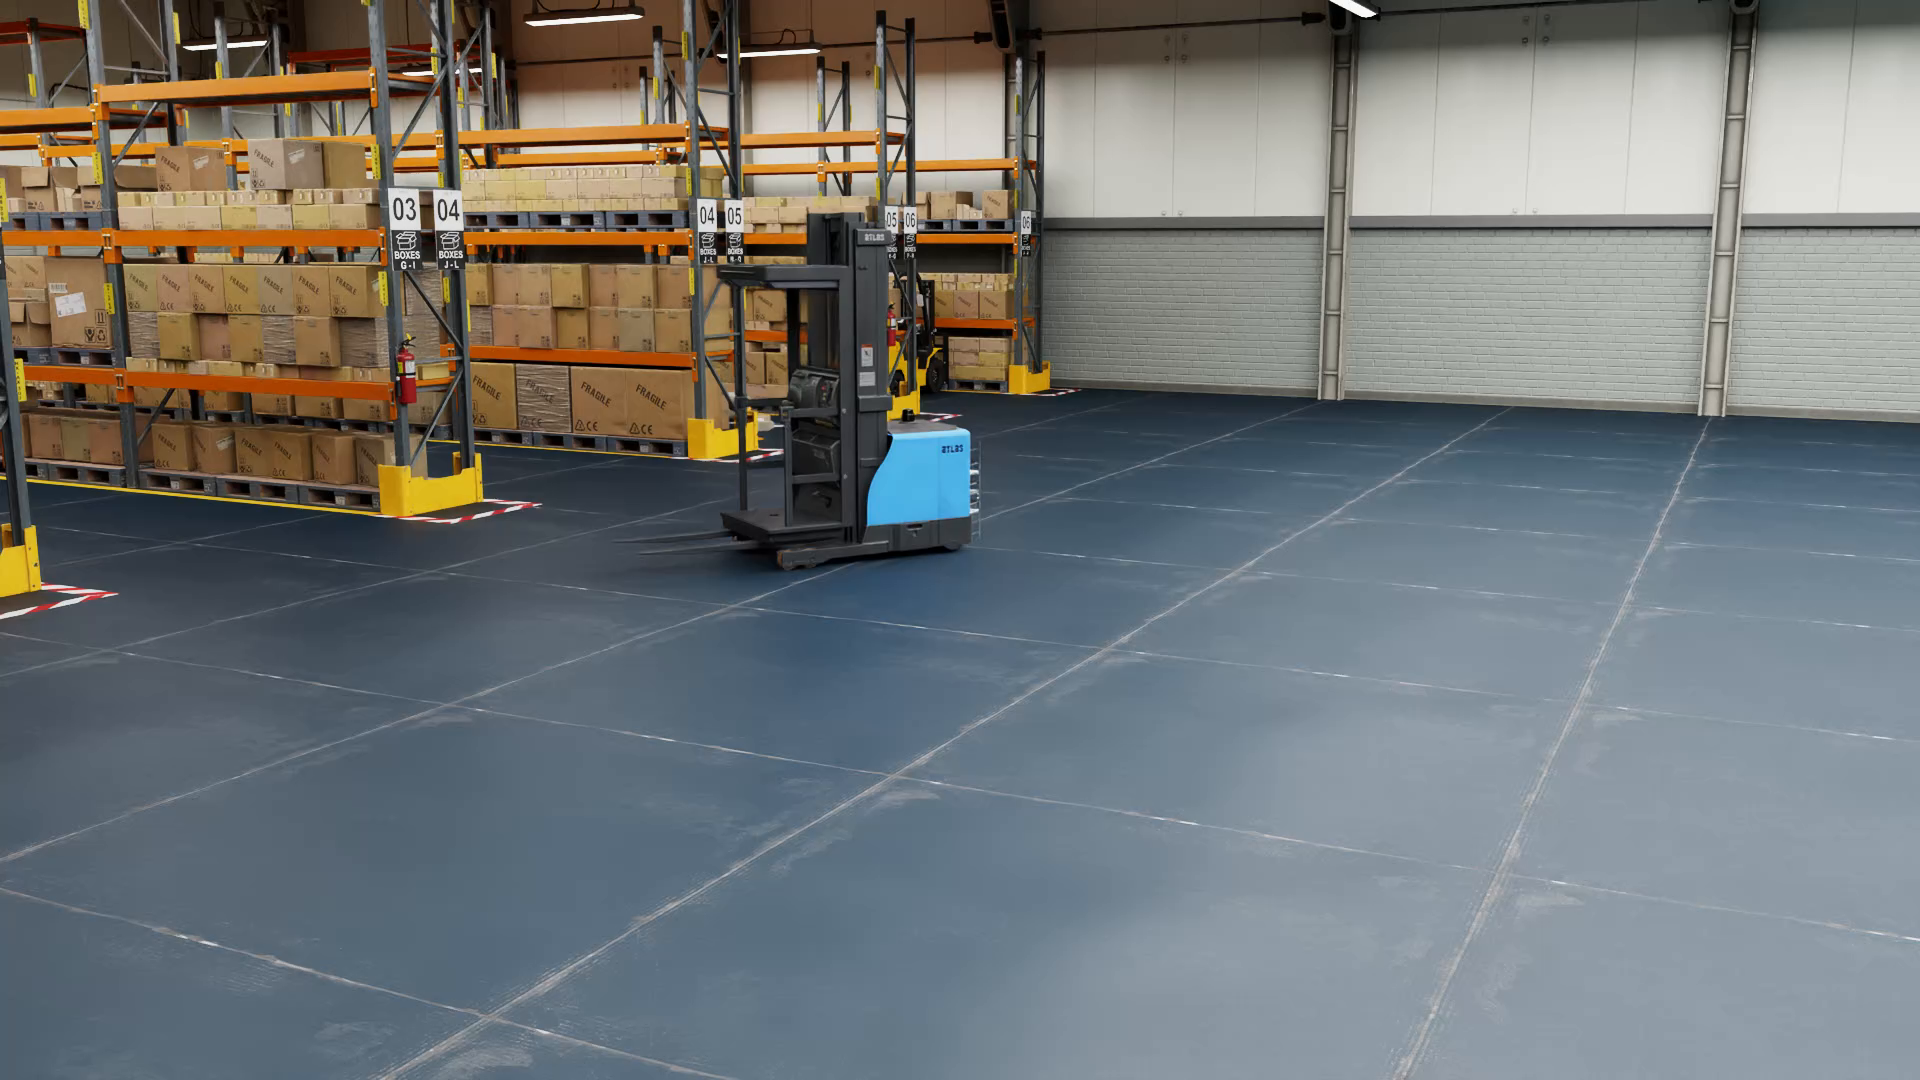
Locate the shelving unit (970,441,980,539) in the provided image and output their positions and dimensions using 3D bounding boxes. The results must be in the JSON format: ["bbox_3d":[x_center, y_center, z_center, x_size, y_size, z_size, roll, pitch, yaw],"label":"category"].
[{"bbox_3d":[0.037,-0.448,15.177,0.210,0.900,0.258,5,11,26],"label":"shelving unit"}]

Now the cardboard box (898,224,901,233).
[{"bbox_3d":[-1.109,-4.817,25.706,0.250,0.149,0.380,5,11,26],"label":"cardboard box"}]

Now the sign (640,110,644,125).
[{"bbox_3d":[-6.168,-8.173,32.277,0.005,0.325,0.100,5,11,26],"label":"sign"}]

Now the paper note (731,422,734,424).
[{"bbox_3d":[-3.379,-1.767,24.942,0.148,0.019,0.142,-10,14,-43],"label":"paper note"}]

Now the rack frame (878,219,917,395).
[{"bbox_3d":[-0.955,-3.387,25.520,0.127,3.000,1.000,5,11,26],"label":"rack frame"}]

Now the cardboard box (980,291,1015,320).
[{"bbox_3d":[0.680,-4.226,29.875,0.500,0.500,0.500,5,11,25],"label":"cardboard box"}]

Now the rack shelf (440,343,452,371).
[{"bbox_3d":[-8.435,-2.707,23.784,4.000,0.370,1.077,5,11,26],"label":"rack shelf"}]

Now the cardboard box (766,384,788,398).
[{"bbox_3d":[-2.732,-2.343,26.297,0.500,0.250,0.500,5,11,24],"label":"cardboard box"}]

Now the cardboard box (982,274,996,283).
[{"bbox_3d":[0.588,-4.703,29.858,0.250,0.149,0.380,5,11,26],"label":"cardboard box"}]

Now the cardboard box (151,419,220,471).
[{"bbox_3d":[-8.586,-1.058,18.492,0.500,0.500,0.500,5,11,24],"label":"cardboard box"}]

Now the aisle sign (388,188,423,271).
[{"bbox_3d":[-5.417,-3.030,16.251,0.004,0.787,0.394,5,11,26],"label":"aisle sign"}]

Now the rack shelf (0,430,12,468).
[{"bbox_3d":[-9.325,-0.816,13.339,4.000,0.370,1.077,5,11,26],"label":"rack shelf"}]

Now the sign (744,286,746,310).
[{"bbox_3d":[-2.804,-3.141,21.511,0.005,0.325,0.100,5,11,26],"label":"sign"}]

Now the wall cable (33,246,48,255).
[{"bbox_3d":[-19.754,-5.815,36.087,0.122,1.984,0.588,5,11,26],"label":"wall cable"}]

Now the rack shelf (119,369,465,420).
[{"bbox_3d":[-7.134,-1.607,17.710,4.000,0.370,1.077,5,11,26],"label":"rack shelf"}]

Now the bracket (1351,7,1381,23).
[{"bbox_3d":[6.608,-8.540,27.039,0.430,0.232,0.235,5,11,26],"label":"bracket"}]

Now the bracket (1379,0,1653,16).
[{"bbox_3d":[8.934,-8.335,25.910,4.783,0.066,0.076,5,11,26],"label":"bracket"}]

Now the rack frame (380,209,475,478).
[{"bbox_3d":[-5.340,-1.804,16.775,0.127,3.000,1.000,5,11,26],"label":"rack frame"}]

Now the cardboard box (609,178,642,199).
[{"bbox_3d":[-4.066,-4.426,20.966,0.500,0.250,0.500,5,11,26],"label":"cardboard box"}]

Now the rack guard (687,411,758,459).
[{"bbox_3d":[-3.033,-1.356,21.320,0.348,0.500,1.175,5,11,26],"label":"rack guard"}]

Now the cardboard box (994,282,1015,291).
[{"bbox_3d":[0.803,-4.531,29.739,0.250,0.149,0.380,5,11,27],"label":"cardboard box"}]

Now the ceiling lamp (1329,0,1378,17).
[{"bbox_3d":[5.615,-8.855,22.500,0.800,3.185,2.000,5,11,26],"label":"ceiling lamp"}]

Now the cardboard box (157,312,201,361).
[{"bbox_3d":[-8.118,-2.224,17.982,0.500,0.500,0.875,5,11,26],"label":"cardboard box"}]

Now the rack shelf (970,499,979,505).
[{"bbox_3d":[0.037,-0.326,15.199,0.200,0.077,0.258,5,11,26],"label":"rack shelf"}]

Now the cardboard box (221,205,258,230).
[{"bbox_3d":[-7.243,-3.323,17.166,0.500,0.250,0.500,5,11,25],"label":"cardboard box"}]

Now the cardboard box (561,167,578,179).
[{"bbox_3d":[-4.875,-4.681,21.257,0.250,0.149,0.380,5,11,26],"label":"cardboard box"}]

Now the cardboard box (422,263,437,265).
[{"bbox_3d":[-9.172,-4.596,29.115,0.500,0.500,0.500,5,12,27],"label":"cardboard box"}]

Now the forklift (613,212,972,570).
[{"bbox_3d":[-1.434,-1.298,14.172,3.031,2.935,1.130,-6,12,-29],"label":"forklift"}]

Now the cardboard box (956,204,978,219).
[{"bbox_3d":[0.133,-5.882,29.803,0.258,0.266,0.396,5,11,26],"label":"cardboard box"}]

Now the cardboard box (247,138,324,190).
[{"bbox_3d":[-6.842,-3.803,16.879,0.500,0.500,0.500,5,11,26],"label":"cardboard box"}]

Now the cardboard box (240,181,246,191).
[{"bbox_3d":[-10.932,-5.237,24.890,0.258,0.266,0.396,5,11,26],"label":"cardboard box"}]

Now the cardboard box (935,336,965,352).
[{"bbox_3d":[-0.231,-3.589,30.373,0.500,0.250,0.500,5,11,27],"label":"cardboard box"}]

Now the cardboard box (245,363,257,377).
[{"bbox_3d":[-7.272,-1.802,17.469,0.250,0.149,0.380,5,11,26],"label":"cardboard box"}]

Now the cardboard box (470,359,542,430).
[{"bbox_3d":[-6.109,-2.004,22.665,0.875,0.875,0.875,5,11,27],"label":"cardboard box"}]

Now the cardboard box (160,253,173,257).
[{"bbox_3d":[-15.108,-5.436,31.931,0.250,0.149,0.380,5,12,27],"label":"cardboard box"}]

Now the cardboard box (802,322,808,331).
[{"bbox_3d":[-2.294,-3.342,25.980,0.250,0.149,0.380,5,11,27],"label":"cardboard box"}]

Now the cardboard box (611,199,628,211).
[{"bbox_3d":[-4.185,-4.229,20.994,0.250,0.149,0.380,5,11,26],"label":"cardboard box"}]

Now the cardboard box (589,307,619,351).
[{"bbox_3d":[-4.357,-2.788,21.791,0.550,0.550,0.875,5,11,26],"label":"cardboard box"}]

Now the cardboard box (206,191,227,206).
[{"bbox_3d":[-7.586,-3.546,17.279,0.250,0.149,0.380,5,11,25],"label":"cardboard box"}]

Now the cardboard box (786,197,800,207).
[{"bbox_3d":[-2.484,-5.228,25.738,0.250,0.149,0.380,5,11,24],"label":"cardboard box"}]

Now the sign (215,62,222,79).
[{"bbox_3d":[-10.460,-6.582,23.483,0.005,0.325,0.100,5,11,26],"label":"sign"}]

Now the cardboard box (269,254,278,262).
[{"bbox_3d":[-12.541,-5.225,30.770,0.250,0.149,0.380,5,11,26],"label":"cardboard box"}]

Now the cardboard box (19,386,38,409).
[{"bbox_3d":[-11.420,-1.702,19.887,0.500,0.250,0.500,7,12,32],"label":"cardboard box"}]

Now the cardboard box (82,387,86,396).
[{"bbox_3d":[-14.000,-2.417,26.991,0.250,0.149,0.380,4,11,23],"label":"cardboard box"}]

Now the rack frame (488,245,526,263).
[{"bbox_3d":[-9.524,-5.125,35.126,0.127,3.000,1.000,5,11,26],"label":"rack frame"}]

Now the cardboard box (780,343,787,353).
[{"bbox_3d":[-2.607,-3.009,26.050,0.250,0.149,0.380,6,12,28],"label":"cardboard box"}]

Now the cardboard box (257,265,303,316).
[{"bbox_3d":[-6.841,-2.574,17.104,0.500,0.500,0.500,5,11,26],"label":"cardboard box"}]

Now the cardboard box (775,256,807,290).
[{"bbox_3d":[-2.463,-4.144,25.783,0.500,0.500,0.700,5,11,25],"label":"cardboard box"}]

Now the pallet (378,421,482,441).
[{"bbox_3d":[-7.367,-1.580,23.367,1.213,0.211,1.003,5,11,26],"label":"pallet"}]

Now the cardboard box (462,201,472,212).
[{"bbox_3d":[-6.466,-4.429,22.100,0.250,0.149,0.380,5,11,25],"label":"cardboard box"}]

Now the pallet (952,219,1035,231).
[{"bbox_3d":[0.615,-5.672,29.973,1.213,0.211,1.003,5,11,26],"label":"pallet"}]

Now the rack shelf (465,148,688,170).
[{"bbox_3d":[-6.336,-6.261,27.697,4.000,0.370,1.077,5,11,26],"label":"rack shelf"}]

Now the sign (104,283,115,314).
[{"bbox_3d":[-9.169,-2.600,17.922,0.005,0.325,0.100,5,11,26],"label":"sign"}]
